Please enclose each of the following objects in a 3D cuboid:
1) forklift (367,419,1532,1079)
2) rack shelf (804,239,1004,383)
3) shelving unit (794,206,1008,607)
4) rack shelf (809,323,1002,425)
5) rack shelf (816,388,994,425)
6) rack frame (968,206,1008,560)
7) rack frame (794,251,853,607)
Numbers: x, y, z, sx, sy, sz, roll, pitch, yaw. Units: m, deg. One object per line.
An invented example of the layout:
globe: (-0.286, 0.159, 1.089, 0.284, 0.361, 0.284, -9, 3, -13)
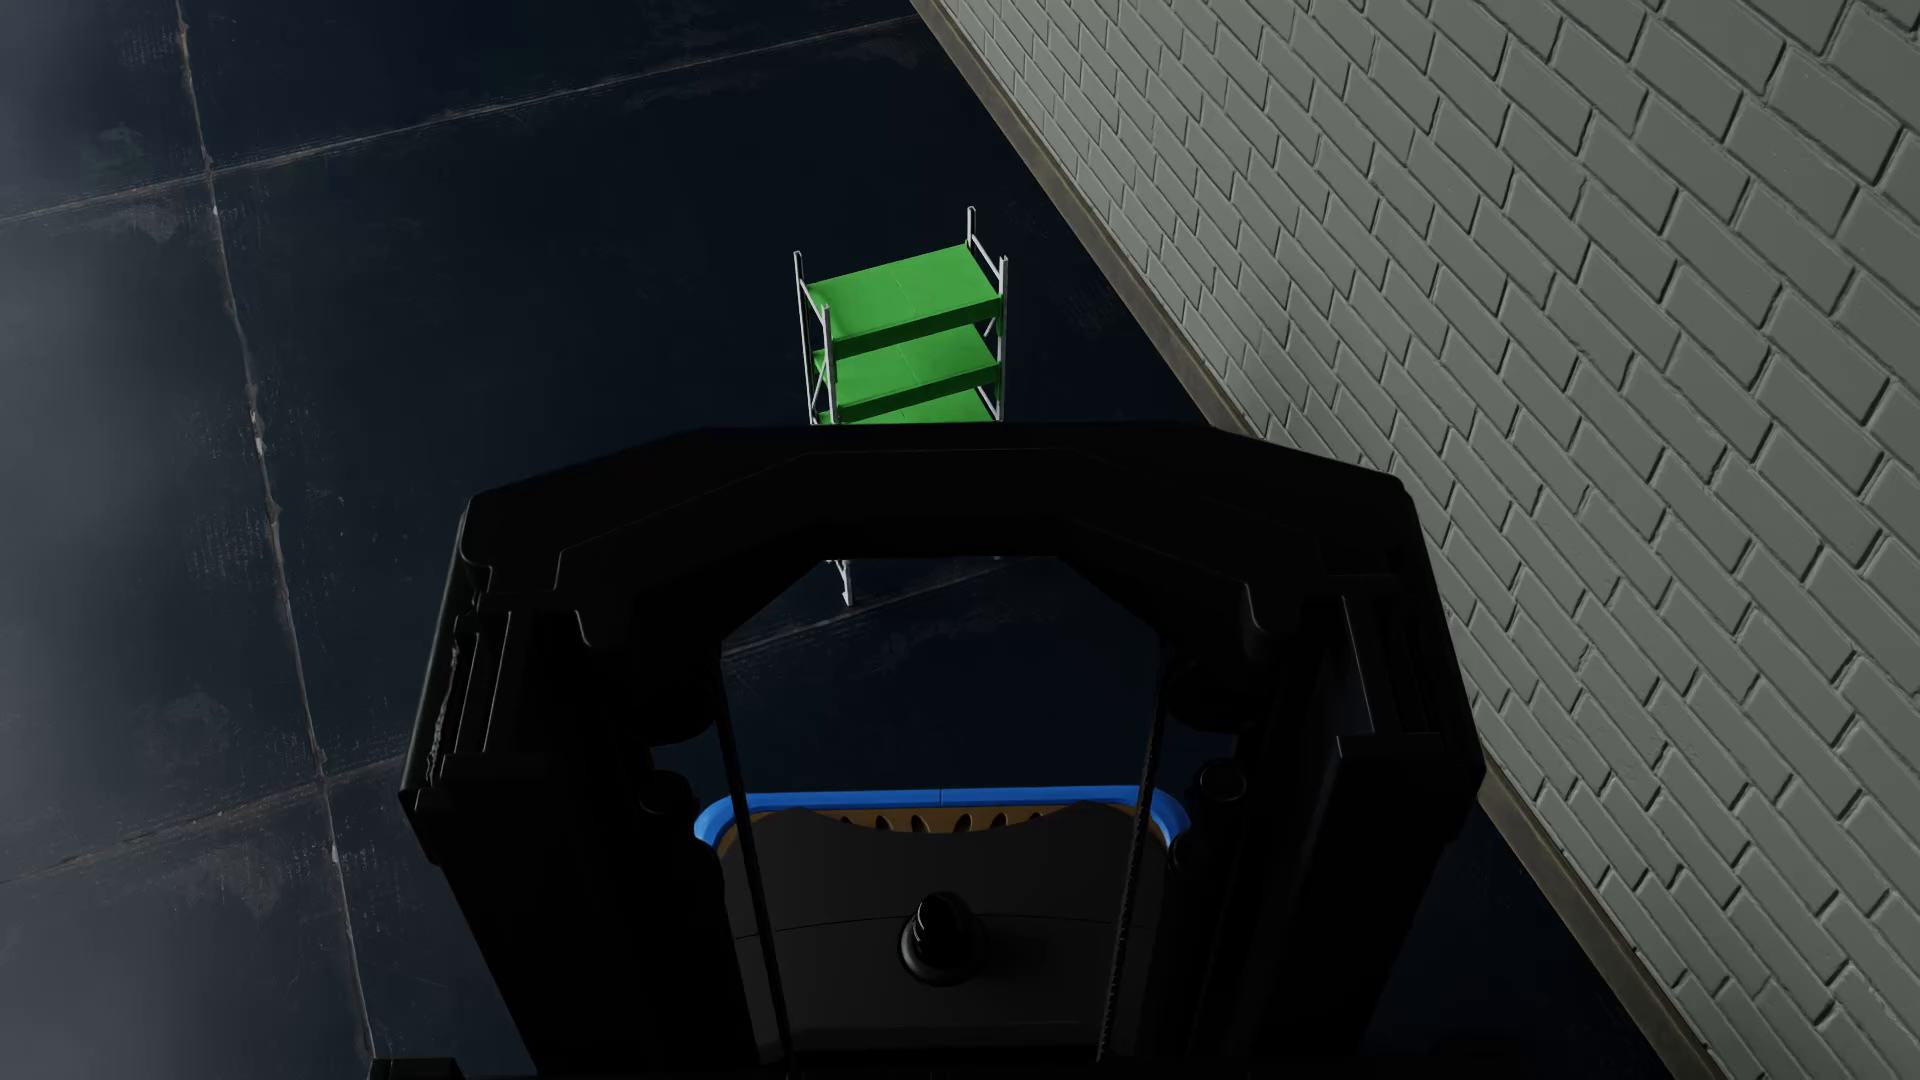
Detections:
forklift: (-0.002, 1.376, 2.137, 1.130, 2.935, 3.031, -1, 49, -1)
rack shelf: (-0.153, -0.615, 4.438, 0.480, 0.148, 0.258, -17, 52, -14)
shelving unit: (-0.153, -0.343, 4.754, 0.503, 1.200, 0.258, -17, 52, -14)
rack shelf: (-0.153, -0.458, 4.620, 0.480, 0.148, 0.258, -17, 52, -14)
rack shelf: (-0.153, -0.302, 4.803, 0.480, 0.148, 0.258, -17, 52, -14)
rack frame: (0.073, -0.413, 4.814, 0.015, 1.200, 0.240, -17, 52, -14)
rack frame: (-0.379, -0.273, 4.694, 0.015, 1.200, 0.240, -17, 52, -14)
